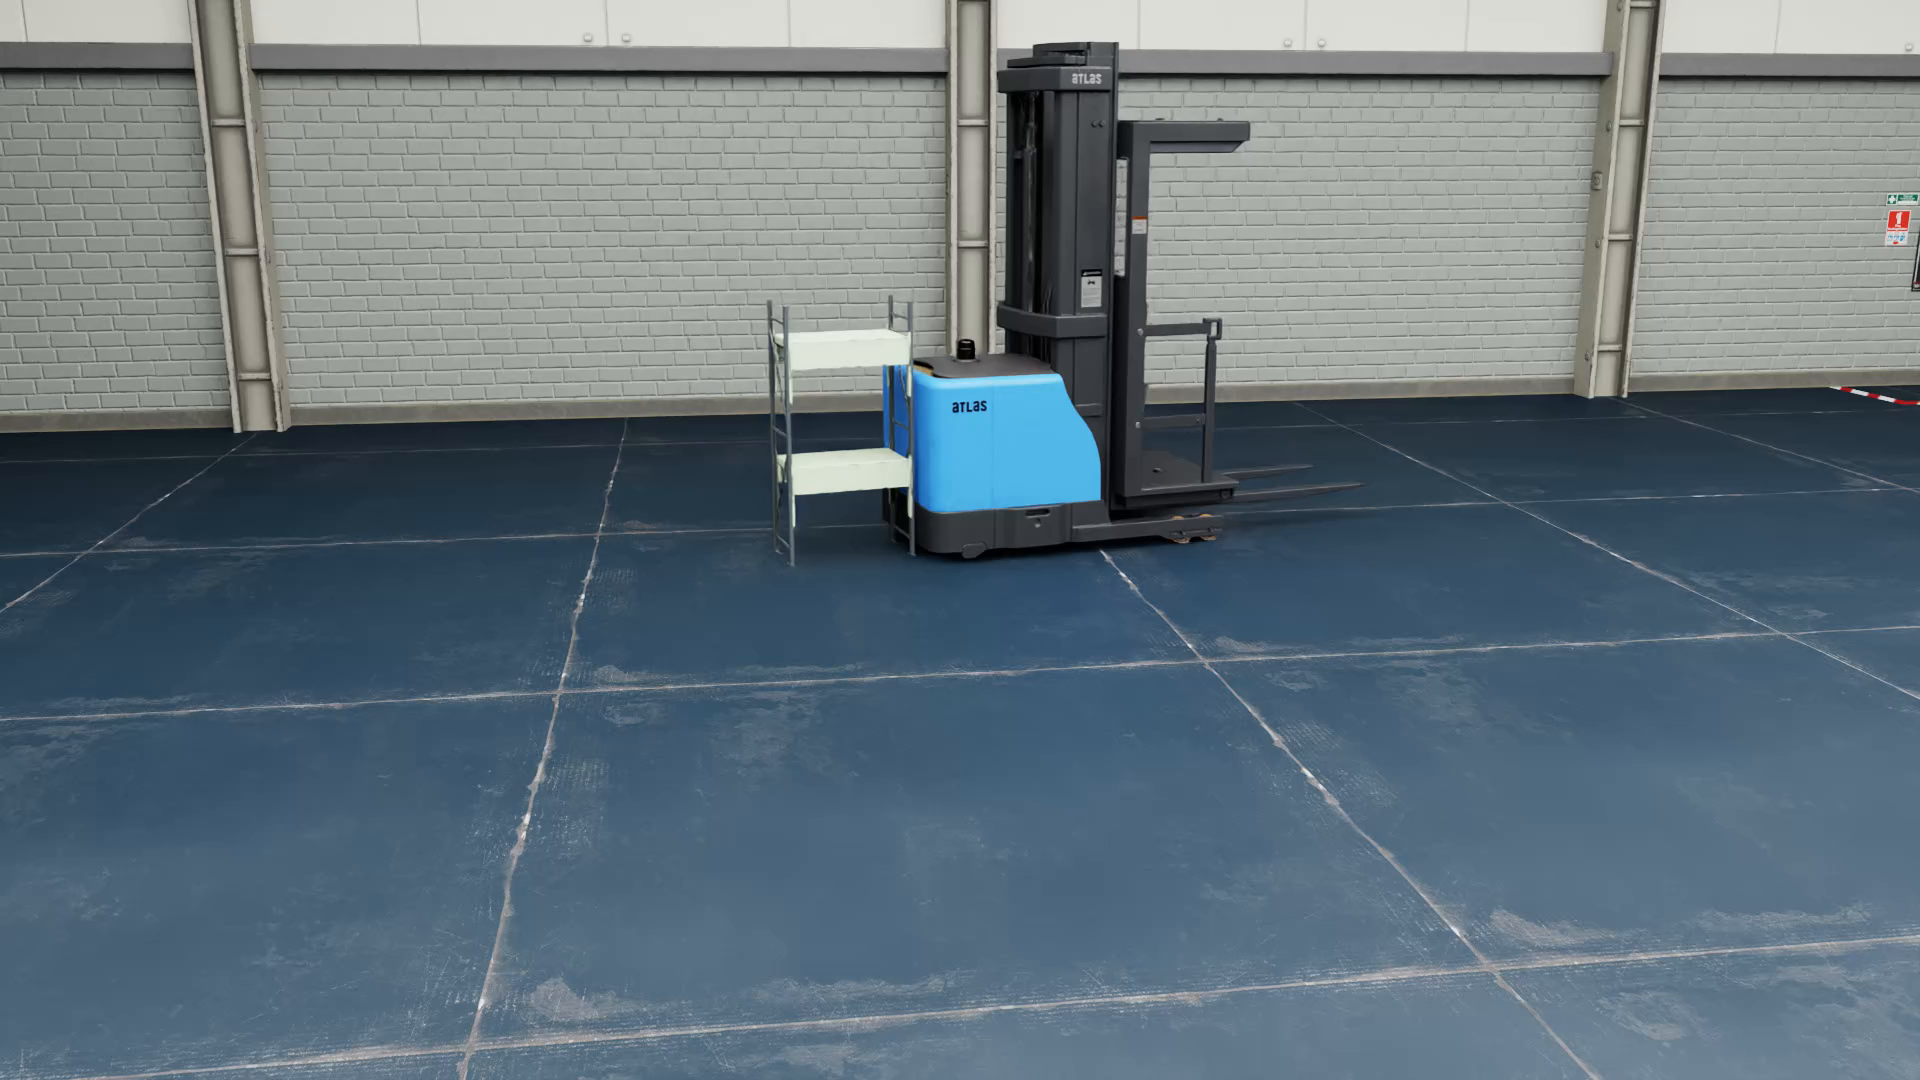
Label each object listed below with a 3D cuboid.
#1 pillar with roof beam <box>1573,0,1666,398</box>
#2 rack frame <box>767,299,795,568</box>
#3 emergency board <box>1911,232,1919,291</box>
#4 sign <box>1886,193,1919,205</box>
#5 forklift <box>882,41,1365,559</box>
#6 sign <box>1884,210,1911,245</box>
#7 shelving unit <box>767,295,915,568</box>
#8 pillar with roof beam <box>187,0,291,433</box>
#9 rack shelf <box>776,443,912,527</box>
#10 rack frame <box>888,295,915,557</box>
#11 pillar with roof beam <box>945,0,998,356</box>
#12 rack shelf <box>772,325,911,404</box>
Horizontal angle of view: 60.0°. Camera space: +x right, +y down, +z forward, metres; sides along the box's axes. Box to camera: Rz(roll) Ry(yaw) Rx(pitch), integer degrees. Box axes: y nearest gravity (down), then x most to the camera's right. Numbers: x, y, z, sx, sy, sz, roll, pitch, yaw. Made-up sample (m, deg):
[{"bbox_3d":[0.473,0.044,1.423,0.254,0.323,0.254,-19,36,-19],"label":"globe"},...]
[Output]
[{"bbox_3d":[6.668,-4.696,10.447,0.400,9.000,9.100,-2,14,-8],"label":"pillar with roof beam"},{"bbox_3d":[-1.034,-0.614,9.588,0.023,1.500,0.400,-5,15,-20],"label":"rack frame"},{"bbox_3d":[9.499,-2.963,15.868,0.626,1.169,0.157,-2,14,-8],"label":"emergency board"},{"bbox_3d":[8.954,-3.236,15.795,0.331,0.109,0.001,-2,14,-8],"label":"sign"},{"bbox_3d":[1.083,-1.513,10.231,3.031,2.935,1.130,-5,15,-20],"label":"forklift"},{"bbox_3d":[8.948,-2.981,15.867,0.234,0.329,0.001,-2,14,-8],"label":"sign"},{"bbox_3d":[-0.690,-0.645,9.711,0.755,1.500,0.431,-5,15,-20],"label":"shelving unit"},{"bbox_3d":[-5.198,-4.261,8.713,0.400,9.000,9.100,-2,14,-8],"label":"pillar with roof beam"},{"bbox_3d":[-0.690,-0.329,9.790,0.720,0.370,0.431,-5,15,-20],"label":"rack shelf"},{"bbox_3d":[-0.347,-0.676,9.833,0.023,1.500,0.400,-5,15,-20],"label":"rack frame"},{"bbox_3d":[0.735,-4.478,9.580,0.400,9.000,9.100,-2,14,-8],"label":"pillar with roof beam"},{"bbox_3d":[-0.690,-1.024,9.616,0.720,0.370,0.431,-5,15,-20],"label":"rack shelf"}]
